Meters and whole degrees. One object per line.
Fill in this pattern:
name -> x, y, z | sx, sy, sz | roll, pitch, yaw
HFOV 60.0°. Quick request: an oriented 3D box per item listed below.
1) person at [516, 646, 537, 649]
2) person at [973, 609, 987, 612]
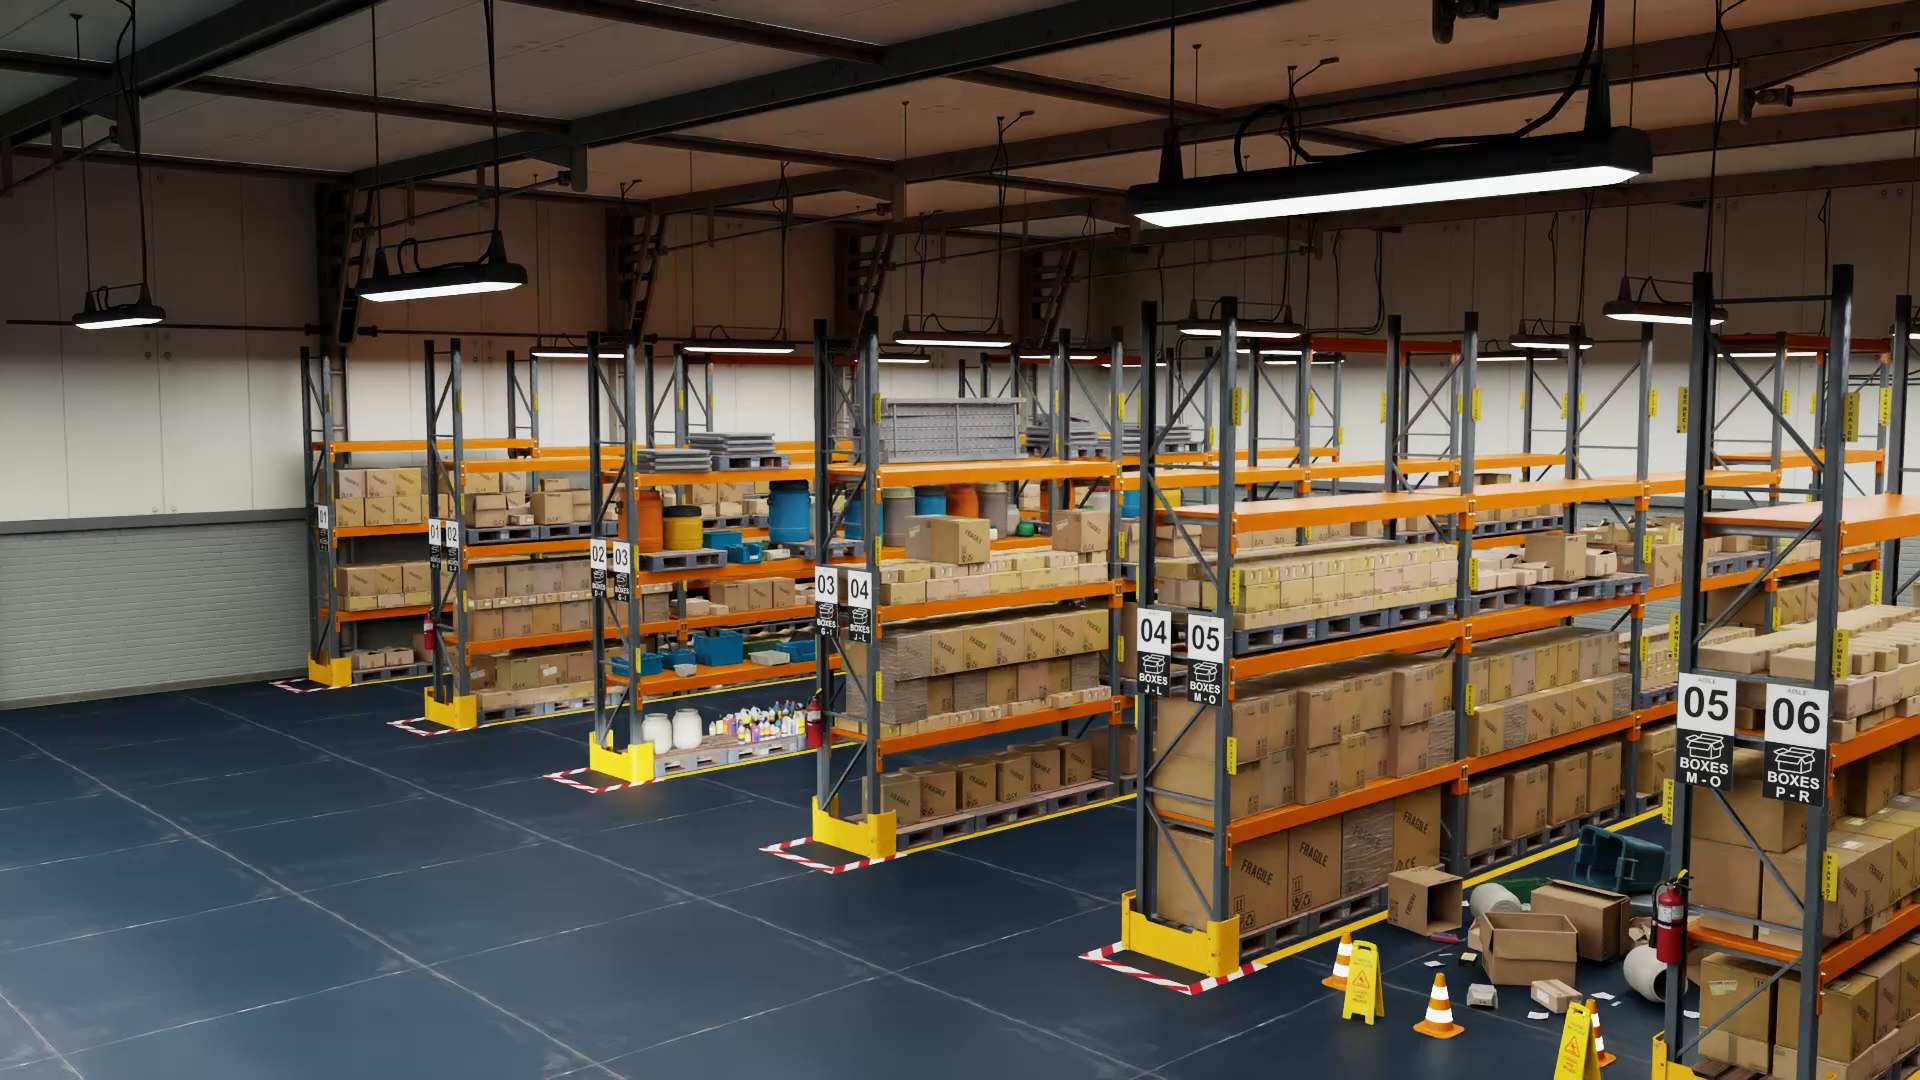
person -> -7.589, 1.786, 29.068 | 0.462, 1.687, 0.690 | 2, 6, 26
person -> 0.328, 1.833, 25.590 | 0.636, 1.678, 0.582 | -5, 7, -44
